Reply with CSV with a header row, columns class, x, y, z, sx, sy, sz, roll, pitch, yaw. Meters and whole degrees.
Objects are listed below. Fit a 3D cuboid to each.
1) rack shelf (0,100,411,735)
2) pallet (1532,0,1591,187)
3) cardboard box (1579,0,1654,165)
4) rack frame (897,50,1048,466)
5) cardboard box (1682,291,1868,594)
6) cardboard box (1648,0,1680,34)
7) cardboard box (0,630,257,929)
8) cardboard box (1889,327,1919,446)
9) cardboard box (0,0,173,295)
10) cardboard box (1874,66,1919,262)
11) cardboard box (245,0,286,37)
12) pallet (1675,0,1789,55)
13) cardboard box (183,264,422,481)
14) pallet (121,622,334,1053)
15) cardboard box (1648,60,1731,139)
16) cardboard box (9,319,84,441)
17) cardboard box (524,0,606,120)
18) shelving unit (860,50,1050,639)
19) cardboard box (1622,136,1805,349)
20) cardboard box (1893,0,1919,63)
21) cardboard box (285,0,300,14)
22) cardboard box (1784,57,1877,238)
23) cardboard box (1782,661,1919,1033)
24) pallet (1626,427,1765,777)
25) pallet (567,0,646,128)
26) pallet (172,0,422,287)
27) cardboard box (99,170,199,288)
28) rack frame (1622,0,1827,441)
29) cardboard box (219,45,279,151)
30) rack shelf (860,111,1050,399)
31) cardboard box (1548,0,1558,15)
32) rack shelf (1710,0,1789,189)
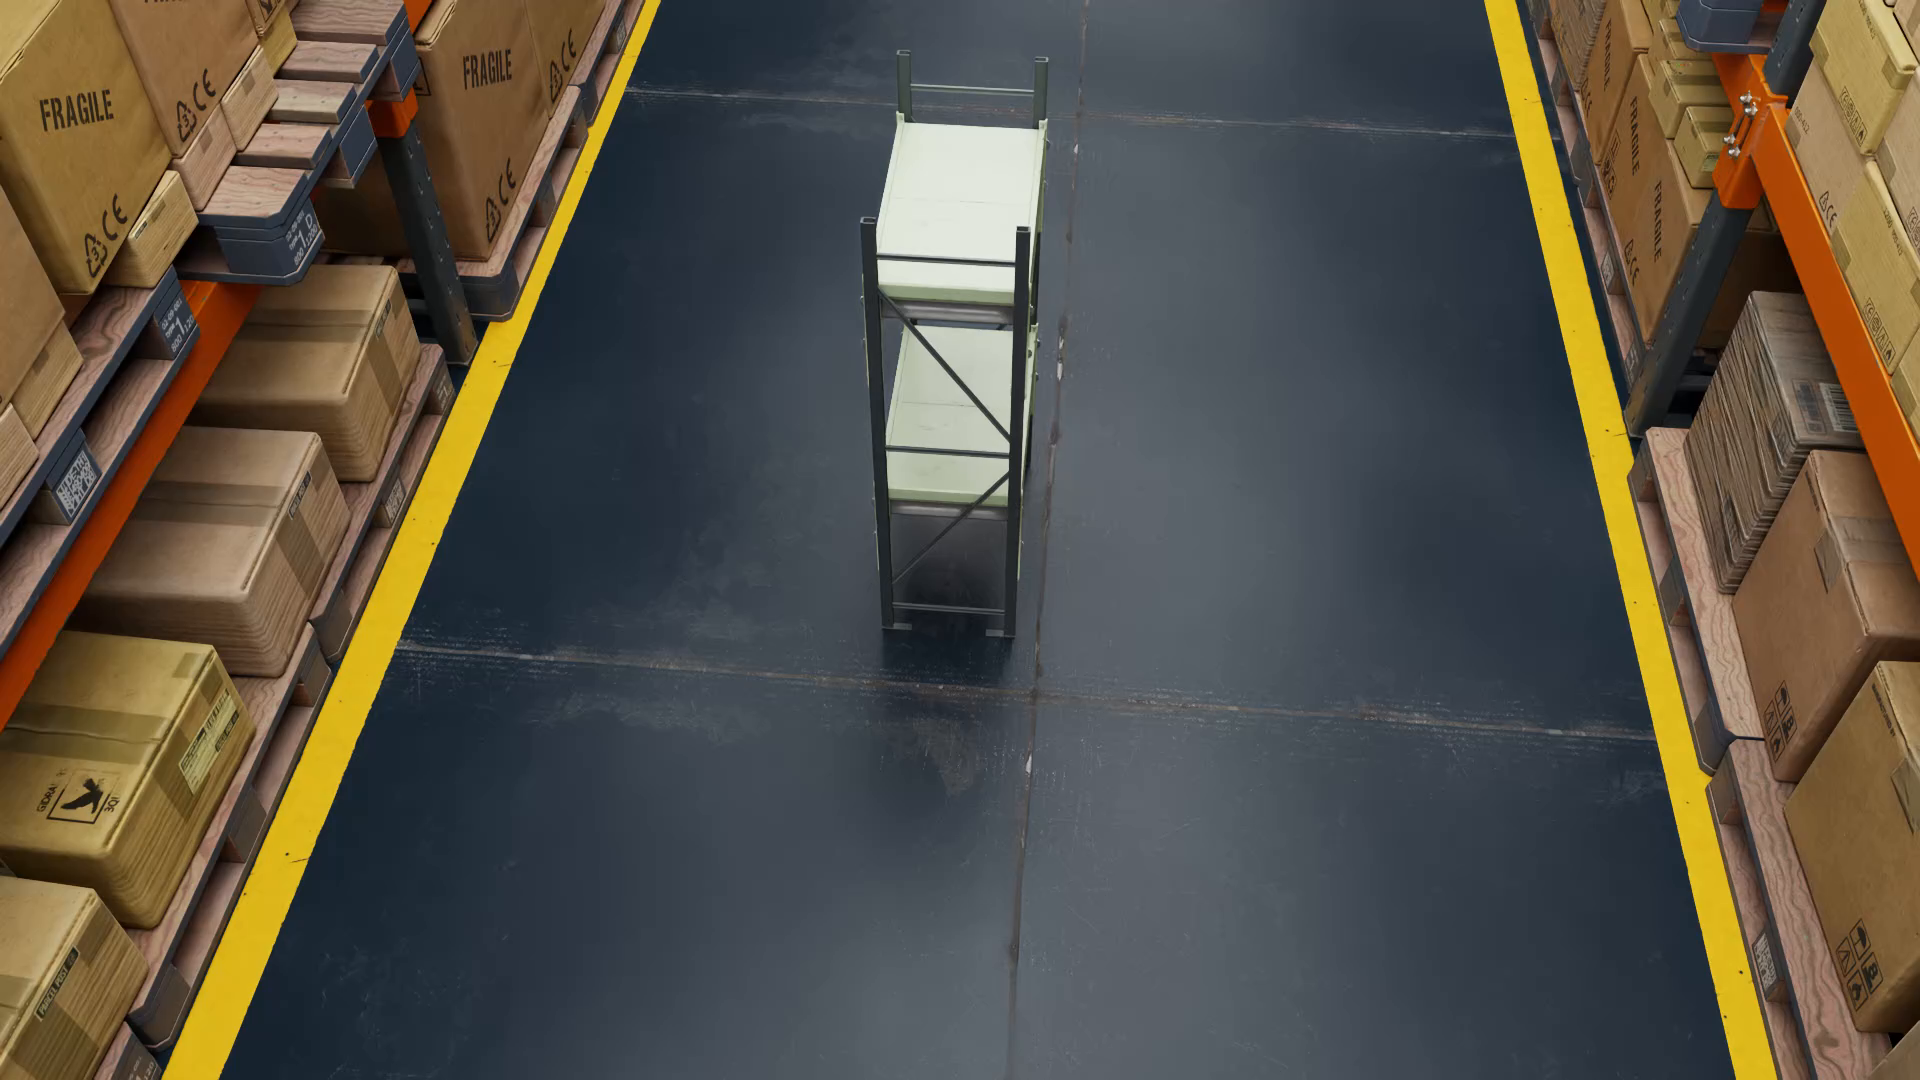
class,x,y,z,sx,sy,sz,roll,pitch,yaw
rack shelf,-2.387,0.021,3.686,1.077,0.370,4.000,4,48,4
pallet,2.958,-1.859,6.808,1.003,0.211,1.213,4,48,4
cardboard box,2.664,-1.735,6.214,0.500,0.500,0.500,6,48,5
rack frame,0.033,-0.770,4.938,0.400,1.500,0.023,4,48,4
cardboard box,2.668,-0.243,4.764,0.875,0.625,0.625,5,48,5
cardboard box,2.663,-1.841,5.871,0.380,0.149,0.250,5,48,5
cardboard box,-2.400,0.568,4.194,0.950,0.372,0.625,5,48,5
cardboard box,2.364,-0.252,3.549,0.500,0.250,0.500,2,48,2
cardboard box,-2.050,-0.863,3.453,0.500,0.500,0.500,1,48,1
cardboard box,2.408,-0.801,3.713,0.500,0.250,0.500,5,48,5
cardboard box,-1.969,-1.615,4.140,0.500,0.500,0.500,3,48,2
pallet,2.731,-1.798,4.992,1.213,0.211,1.003,4,48,4
cardboard box,-2.266,-0.532,5.200,0.950,0.372,0.625,1,48,1
pallet,-2.391,0.718,4.450,1.003,0.211,1.213,4,48,4
cardboard box,2.526,-1.460,5.522,0.380,0.149,0.250,2,48,2
cardboard box,-2.062,-0.348,3.421,0.380,0.149,0.250,2,48,2
cardboard box,-1.973,-2.273,6.452,0.875,0.875,0.875,4,48,4
shelving unit,-0.001,-0.501,4.692,0.431,1.500,0.755,4,48,4
cardboard box,2.563,-0.984,5.526,0.500,0.500,0.500,5,48,5
cardboard box,2.393,-1.202,3.810,0.380,0.149,0.250,5,48,4
cardboard box,-2.000,-1.492,4.467,0.380,0.149,0.250,5,48,5
cardboard box,2.455,-1.000,4.234,0.500,0.250,0.500,4,48,4
cardboard box,2.556,0.732,3.872,0.875,0.625,0.625,2,48,2
pallet,2.625,0.183,4.940,1.003,0.211,1.213,4,48,4
pallet,-1.944,-2.219,7.136,1.003,0.211,1.213,4,48,4
pallet,-2.163,-1.096,4.350,1.213,0.211,1.003,4,48,4
cardboard box,-1.973,-0.714,3.756,0.380,0.149,0.250,5,48,4
rack frame,2.739,-1.360,4.461,1.000,3.000,0.127,4,48,4
cardboard box,-1.931,-1.102,4.110,0.380,0.149,0.250,4,48,3
rack shelf,-0.001,-0.765,4.404,0.431,0.370,0.720,4,48,4
cardboard box,2.747,-2.499,6.912,0.500,0.500,0.500,3,48,2
rack shelf,2.921,-2.587,6.071,1.077,0.370,4.000,4,48,4
